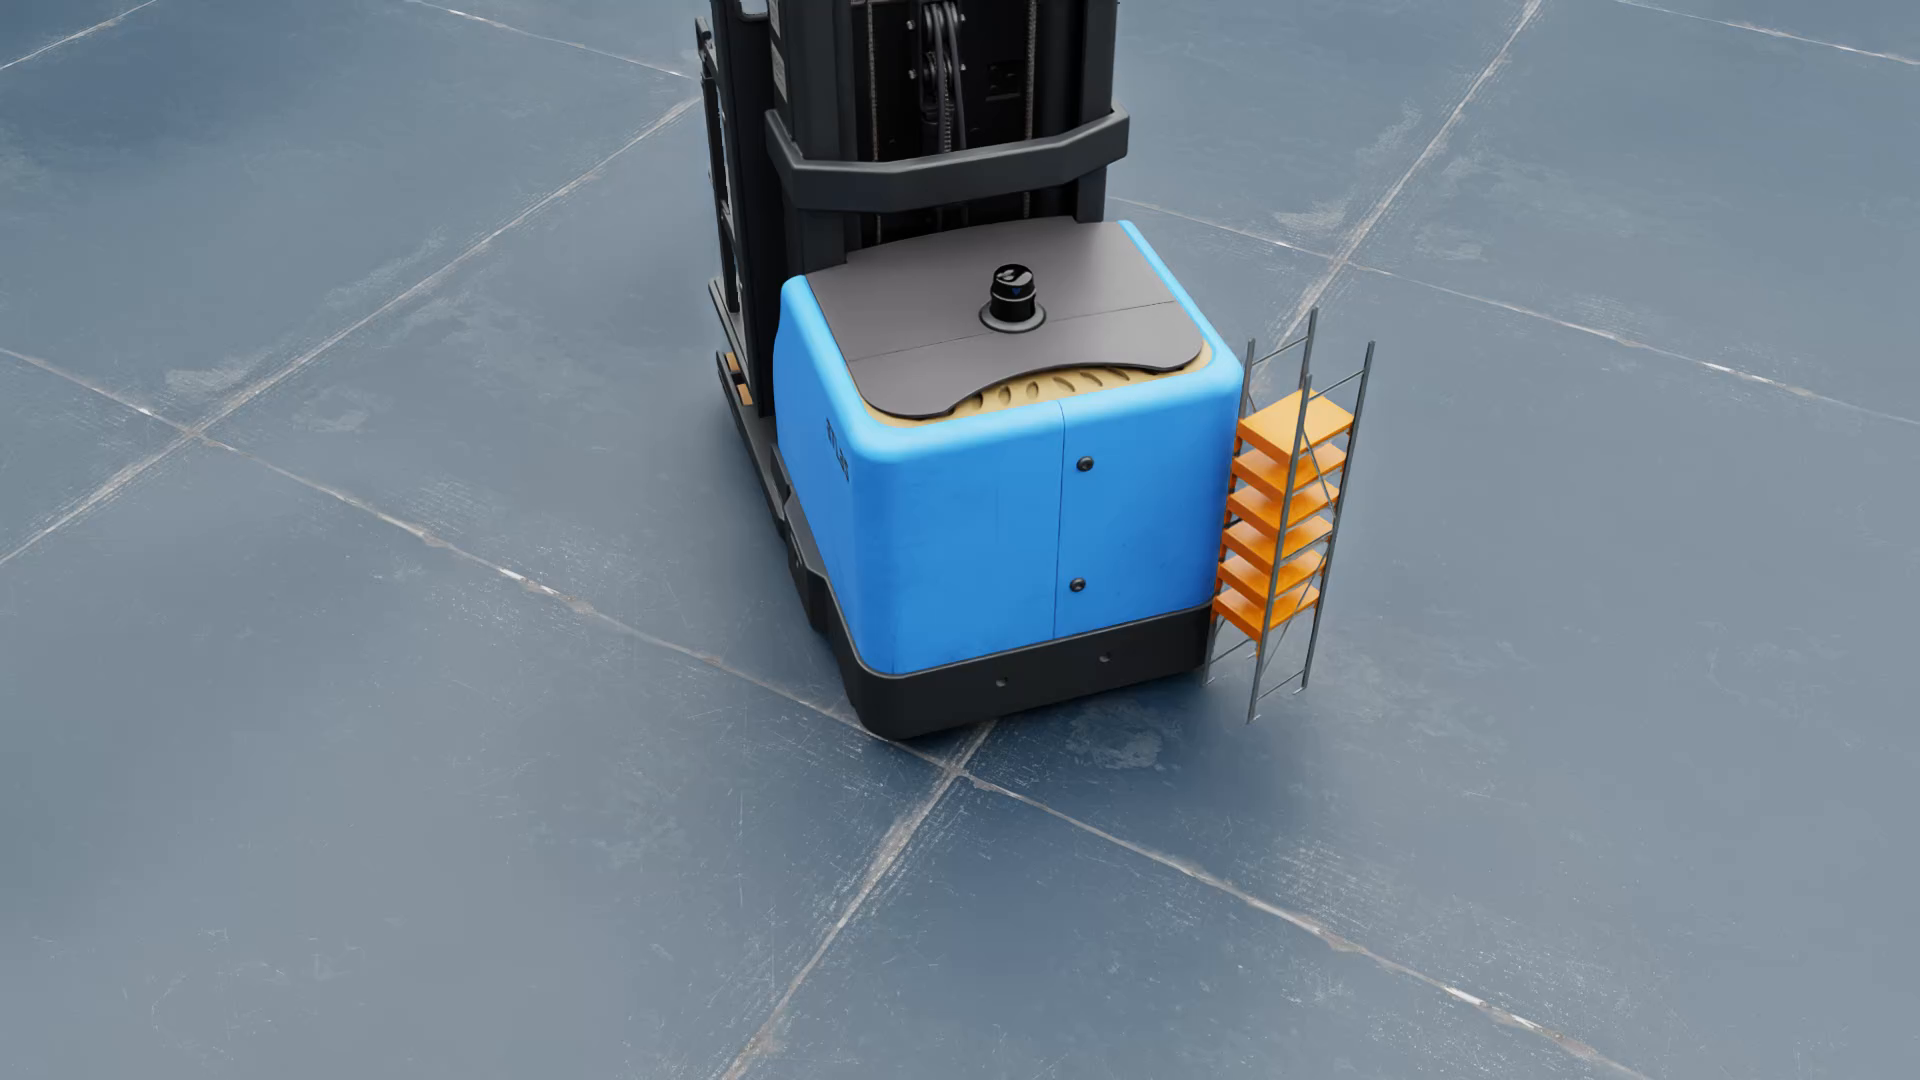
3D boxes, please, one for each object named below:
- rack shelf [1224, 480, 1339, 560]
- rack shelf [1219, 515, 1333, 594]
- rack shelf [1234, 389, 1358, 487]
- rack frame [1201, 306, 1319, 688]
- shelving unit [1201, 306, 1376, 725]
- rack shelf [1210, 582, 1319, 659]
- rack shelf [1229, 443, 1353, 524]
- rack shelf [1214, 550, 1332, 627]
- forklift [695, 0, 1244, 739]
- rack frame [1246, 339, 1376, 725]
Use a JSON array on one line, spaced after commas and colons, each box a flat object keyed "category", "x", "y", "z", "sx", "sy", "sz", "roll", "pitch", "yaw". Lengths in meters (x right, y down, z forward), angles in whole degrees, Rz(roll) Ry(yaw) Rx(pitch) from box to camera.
[{"category": "rack shelf", "x": 0.843, "y": -0.085, "z": 4.324, "sx": 0.258, "sy": 0.103, "sz": 0.180, "roll": -27, "pitch": 48, "yaw": -28}, {"category": "rack shelf", "x": 0.843, "y": 0.005, "z": 4.403, "sx": 0.258, "sy": 0.103, "sz": 0.180, "roll": -27, "pitch": 48, "yaw": -28}, {"category": "rack shelf", "x": 0.843, "y": -0.265, "z": 4.166, "sx": 0.258, "sy": 0.103, "sz": 0.180, "roll": -27, "pitch": 48, "yaw": -28}, {"category": "rack frame", "x": 0.786, "y": -0.076, "z": 4.428, "sx": 0.240, "sy": 1.200, "sz": 0.006, "roll": -27, "pitch": 48, "yaw": -28}, {"category": "shelving unit", "x": 0.843, "y": -0.028, "z": 4.374, "sx": 0.258, "sy": 1.200, "sz": 0.189, "roll": -27, "pitch": 48, "yaw": -28}, {"category": "rack shelf", "x": 0.843, "y": 0.185, "z": 4.562, "sx": 0.258, "sy": 0.103, "sz": 0.180, "roll": -27, "pitch": 48, "yaw": -28}, {"category": "rack shelf", "x": 0.843, "y": -0.175, "z": 4.245, "sx": 0.258, "sy": 0.103, "sz": 0.180, "roll": -27, "pitch": 48, "yaw": -28}, {"category": "rack shelf", "x": 0.843, "y": 0.095, "z": 4.483, "sx": 0.258, "sy": 0.103, "sz": 0.180, "roll": -27, "pitch": 48, "yaw": -28}, {"category": "forklift", "x": -0.209, "y": -1.544, "z": 4.785, "sx": 1.130, "sy": 2.935, "sz": 3.031, "roll": -12, "pitch": 43, "yaw": -13}, {"category": "rack frame", "x": 0.899, "y": 0.019, "z": 4.320, "sx": 0.240, "sy": 1.200, "sz": 0.006, "roll": -27, "pitch": 48, "yaw": -28}]
